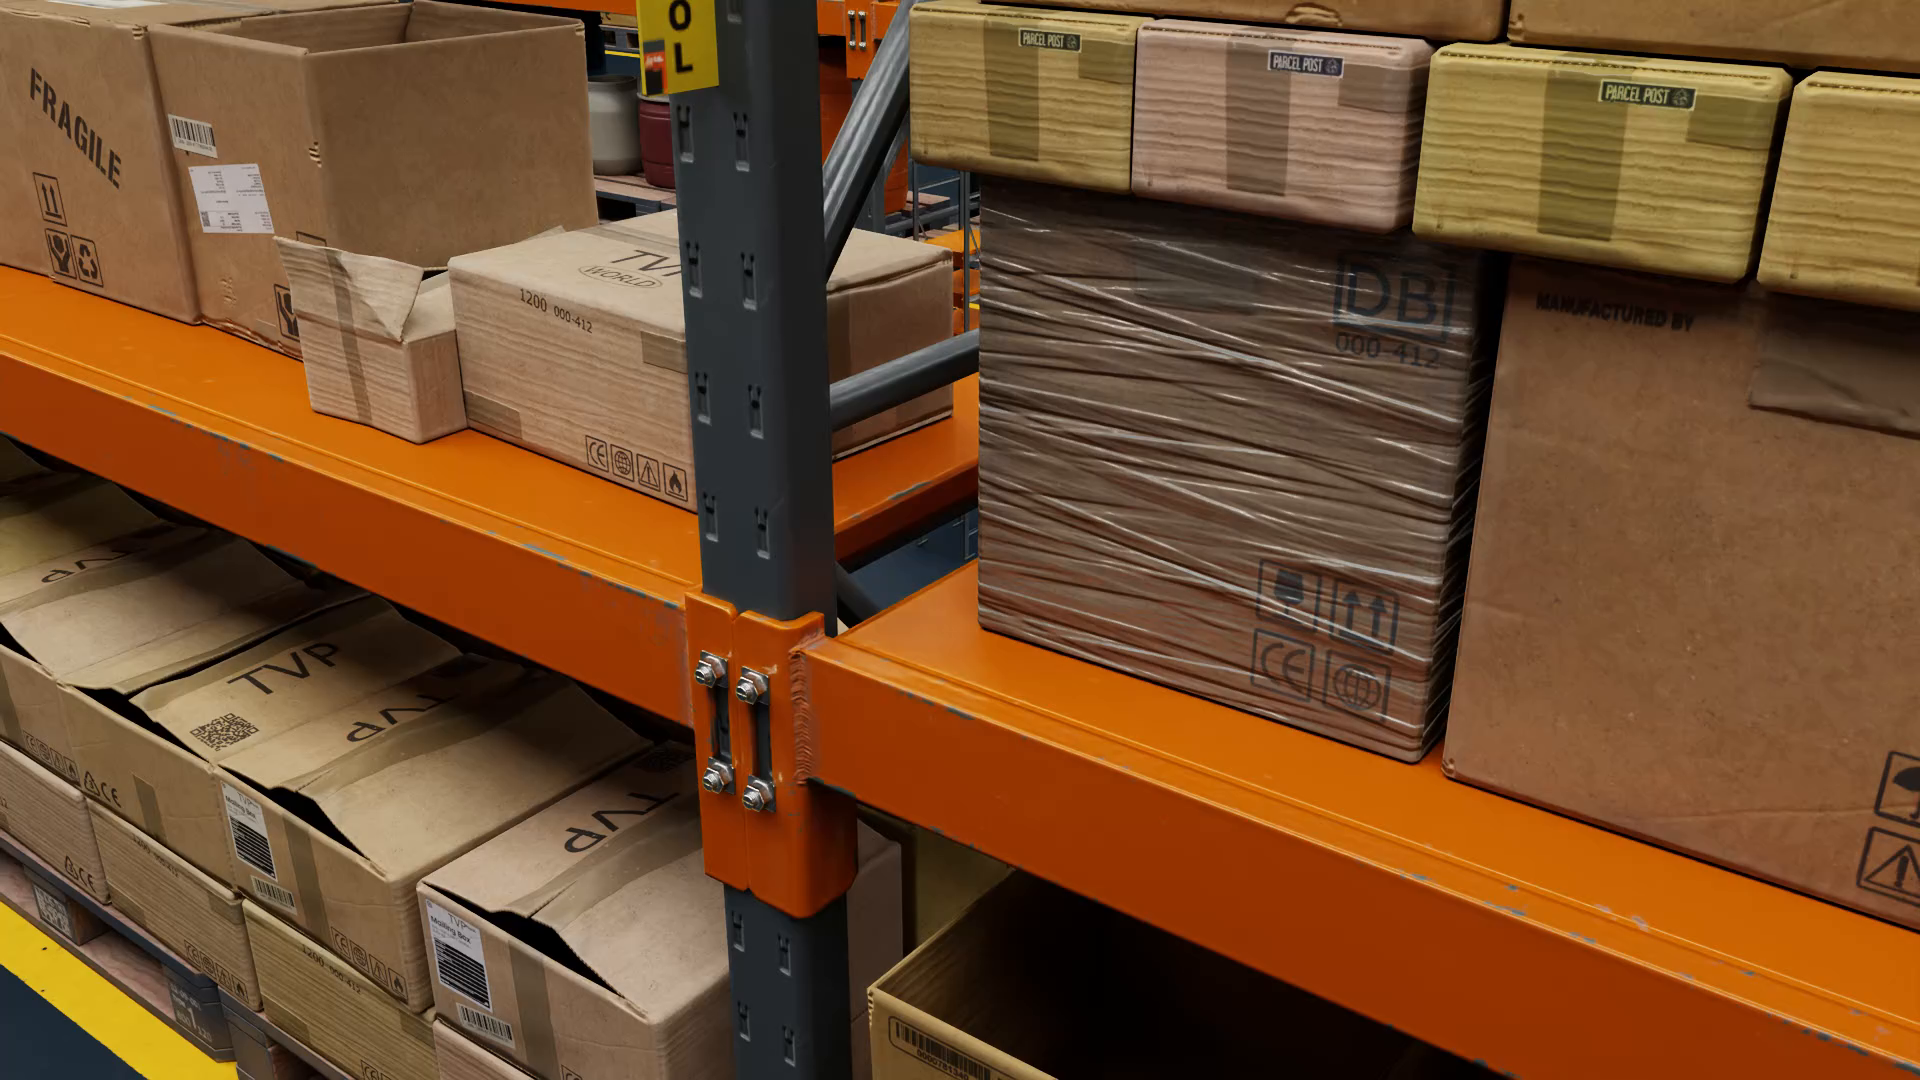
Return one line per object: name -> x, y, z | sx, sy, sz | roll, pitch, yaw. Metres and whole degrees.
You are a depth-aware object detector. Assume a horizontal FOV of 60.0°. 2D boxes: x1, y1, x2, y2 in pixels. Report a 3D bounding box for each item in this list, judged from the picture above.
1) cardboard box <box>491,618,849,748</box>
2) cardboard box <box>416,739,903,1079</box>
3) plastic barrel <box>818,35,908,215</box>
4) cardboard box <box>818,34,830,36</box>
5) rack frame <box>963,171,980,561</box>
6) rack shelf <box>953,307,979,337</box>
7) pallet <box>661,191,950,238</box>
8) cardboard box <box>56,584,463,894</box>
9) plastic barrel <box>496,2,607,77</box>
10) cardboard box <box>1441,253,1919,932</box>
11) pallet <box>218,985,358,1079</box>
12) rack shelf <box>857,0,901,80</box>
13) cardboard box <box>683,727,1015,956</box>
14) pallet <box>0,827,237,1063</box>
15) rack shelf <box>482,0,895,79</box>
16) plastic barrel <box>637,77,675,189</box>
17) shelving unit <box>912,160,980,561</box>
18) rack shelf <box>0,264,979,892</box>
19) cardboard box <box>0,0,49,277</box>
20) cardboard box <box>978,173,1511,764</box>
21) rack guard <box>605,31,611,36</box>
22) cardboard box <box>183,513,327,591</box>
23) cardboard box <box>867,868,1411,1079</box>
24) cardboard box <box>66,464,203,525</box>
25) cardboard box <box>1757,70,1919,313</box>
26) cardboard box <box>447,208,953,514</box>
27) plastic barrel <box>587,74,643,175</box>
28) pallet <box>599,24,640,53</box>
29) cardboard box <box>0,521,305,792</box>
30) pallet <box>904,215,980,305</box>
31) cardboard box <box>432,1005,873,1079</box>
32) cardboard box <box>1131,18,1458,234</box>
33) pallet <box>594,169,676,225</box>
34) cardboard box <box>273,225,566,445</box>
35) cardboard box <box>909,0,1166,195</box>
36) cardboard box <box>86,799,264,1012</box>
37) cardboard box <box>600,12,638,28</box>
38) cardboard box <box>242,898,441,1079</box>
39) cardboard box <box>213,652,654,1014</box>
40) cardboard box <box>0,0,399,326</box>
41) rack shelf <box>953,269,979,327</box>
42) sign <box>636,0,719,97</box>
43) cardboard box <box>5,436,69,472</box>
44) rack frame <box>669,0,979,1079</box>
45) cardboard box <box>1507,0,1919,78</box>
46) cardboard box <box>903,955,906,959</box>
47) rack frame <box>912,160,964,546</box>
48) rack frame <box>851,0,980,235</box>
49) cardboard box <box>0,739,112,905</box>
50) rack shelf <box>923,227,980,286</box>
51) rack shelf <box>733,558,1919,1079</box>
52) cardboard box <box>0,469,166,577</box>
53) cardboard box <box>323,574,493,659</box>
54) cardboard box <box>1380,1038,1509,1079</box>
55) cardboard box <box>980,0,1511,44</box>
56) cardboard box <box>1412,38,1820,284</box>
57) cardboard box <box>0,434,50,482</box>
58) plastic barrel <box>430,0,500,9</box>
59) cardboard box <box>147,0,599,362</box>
cardboard box -> -0.516, 0.258, 3.139 | 0.500, 0.311, 0.500 | 16, 29, 33
cardboard box -> -0.433, 0.555, 2.463 | 0.500, 0.311, 0.500 | 17, 29, 33
plastic barrel -> -0.566, -2.125, 8.524 | 0.708, 0.830, 0.600 | 17, 29, 33
cardboard box -> -0.875, -4.784, 14.502 | 0.875, 0.875, 0.875 | 17, 29, 33
rack frame -> 0.085, -0.523, 4.950 | 0.006, 1.200, 0.240 | 17, 29, 33
rack shelf -> 0.012, -0.615, 4.970 | 0.180, 0.103, 0.258 | 17, 29, 33
pallet -> -0.820, -1.714, 8.879 | 1.213, 0.211, 1.003 | 17, 29, 33
cardboard box -> -1.251, 0.310, 3.020 | 0.500, 0.311, 0.500 | 17, 29, 33
plastic barrel -> -2.373, -2.704, 9.749 | 0.708, 0.901, 0.600 | 17, 29, 33
cardboard box -> 0.847, -0.064, 1.551 | 0.500, 0.500, 0.700 | 16, 29, 33
pallet -> -0.550, 0.862, 3.032 | 1.213, 0.211, 1.003 | 17, 29, 33
rack shelf -> 1.436, -2.000, 6.962 | 4.000, 0.370, 1.077 | 17, 29, 33
cardboard box -> -0.119, 0.380, 2.860 | 0.500, 0.311, 0.500 | 17, 29, 33
pallet -> -1.531, 0.567, 3.702 | 1.213, 0.211, 1.003 | 17, 29, 33
rack shelf -> -1.765, -2.968, 9.158 | 4.000, 0.370, 1.077 | 17, 29, 33
plastic barrel -> -1.470, -2.288, 9.192 | 0.708, 0.588, 0.600 | 17, 29, 33
shelving unit -> 0.012, -0.546, 5.000 | 0.189, 1.200, 0.258 | 17, 29, 33
rack shelf -> -1.538, -0.403, 3.337 | 4.000, 0.370, 1.077 | 17, 29, 33
cardboard box -> -1.786, -0.861, 3.361 | 0.500, 0.500, 0.500 | 15, 28, 31
cardboard box -> 0.422, -0.189, 1.835 | 0.500, 0.500, 0.700 | 16, 28, 32
rack guard -> -3.615, -5.208, 16.450 | 0.348, 0.500, 1.175 | 17, 29, 33
cardboard box -> -1.350, 0.009, 3.703 | 0.500, 0.311, 0.500 | 18, 29, 35
cardboard box -> 0.246, 0.687, 1.929 | 0.500, 0.500, 0.500 | 17, 29, 33
cardboard box -> -1.749, -0.113, 3.980 | 0.500, 0.311, 0.500 | 17, 29, 33
cardboard box -> 0.781, -0.278, 1.233 | 0.250, 0.149, 0.380 | 17, 29, 33
cardboard box -> -0.357, -0.285, 2.363 | 0.500, 0.250, 0.500 | 19, 30, 36
plastic barrel -> -1.975, -2.361, 9.452 | 0.421, 0.512, 0.421 | 0, 24, 0
pallet -> -2.909, -4.902, 16.113 | 1.213, 0.211, 1.003 | 17, 29, 33
cardboard box -> -1.651, 0.187, 3.299 | 0.500, 0.311, 0.500 | 16, 29, 33
pallet -> 0.432, -1.337, 8.024 | 1.213, 0.211, 1.003 | 17, 29, 33
cardboard box -> -0.443, 0.811, 2.579 | 0.500, 0.250, 0.500 | 16, 29, 33
cardboard box -> 0.362, -0.403, 1.517 | 0.250, 0.149, 0.380 | 17, 29, 34
pallet -> -1.792, -2.010, 9.549 | 1.213, 0.211, 1.003 | 17, 29, 33
cardboard box -> -0.751, -0.341, 2.470 | 0.258, 0.266, 0.396 | 16, 28, 32
cardboard box -> 0.162, -0.464, 1.654 | 0.250, 0.149, 0.380 | 17, 29, 33
cardboard box -> -1.256, 0.564, 3.139 | 0.500, 0.250, 0.500 | 18, 29, 34
cardboard box -> -3.035, -5.437, 15.983 | 0.875, 0.875, 0.875 | 17, 29, 33
cardboard box -> -0.847, 0.688, 2.858 | 0.500, 0.250, 0.500 | 16, 29, 33
cardboard box -> -0.853, 0.431, 2.744 | 0.500, 0.311, 0.500 | 18, 29, 35
cardboard box -> -1.364, -0.734, 3.072 | 0.500, 0.500, 0.500 | 17, 29, 33
rack shelf -> 0.012, -0.725, 4.921 | 0.180, 0.103, 0.258 | 17, 29, 33
sign -> -0.255, -0.565, 1.474 | 0.005, 0.325, 0.100 | 17, 29, 33
cardboard box -> -2.151, -0.236, 4.259 | 0.500, 0.311, 0.500 | 16, 29, 33
rack frame -> 0.063, -0.249, 2.094 | 0.127, 3.000, 1.000 | 17, 29, 33
cardboard box -> 0.827, -0.661, 1.297 | 0.500, 0.500, 0.700 | 17, 29, 33
cardboard box -> -0.111, 0.640, 2.967 | 0.500, 0.250, 0.500 | 16, 28, 32
rack frame -> -0.062, -0.568, 5.050 | 0.006, 1.200, 0.240 | 17, 29, 33
rack frame -> -0.164, -2.813, 7.915 | 0.127, 3.000, 1.000 | 17, 29, 33
cardboard box -> -1.663, 0.441, 3.419 | 0.500, 0.250, 0.500 | 18, 29, 34
rack shelf -> 0.012, -0.834, 4.873 | 0.180, 0.103, 0.258 | 17, 29, 33
rack shelf -> 1.663, 0.564, 1.142 | 4.000, 0.370, 1.077 | 17, 29, 33
cardboard box -> -2.063, 0.063, 3.580 | 0.500, 0.311, 0.500 | 16, 28, 32
cardboard box -> -0.931, 0.133, 3.422 | 0.500, 0.311, 0.500 | 16, 28, 32
cardboard box -> 0.651, 0.806, 1.661 | 0.500, 0.500, 0.500 | 17, 29, 33
cardboard box -> 0.422, -0.783, 1.574 | 0.500, 0.500, 0.700 | 17, 29, 34
cardboard box -> 0.570, -0.341, 1.376 | 0.250, 0.149, 0.380 | 16, 28, 32
cardboard box -> -2.470, -0.061, 3.862 | 0.500, 0.311, 0.500 | 16, 28, 32
plastic barrel -> -2.940, -2.875, 10.138 | 0.708, 0.901, 0.600 | 17, 29, 33
cardboard box -> -0.964, -0.613, 2.797 | 0.500, 0.500, 0.500 | 19, 30, 37
